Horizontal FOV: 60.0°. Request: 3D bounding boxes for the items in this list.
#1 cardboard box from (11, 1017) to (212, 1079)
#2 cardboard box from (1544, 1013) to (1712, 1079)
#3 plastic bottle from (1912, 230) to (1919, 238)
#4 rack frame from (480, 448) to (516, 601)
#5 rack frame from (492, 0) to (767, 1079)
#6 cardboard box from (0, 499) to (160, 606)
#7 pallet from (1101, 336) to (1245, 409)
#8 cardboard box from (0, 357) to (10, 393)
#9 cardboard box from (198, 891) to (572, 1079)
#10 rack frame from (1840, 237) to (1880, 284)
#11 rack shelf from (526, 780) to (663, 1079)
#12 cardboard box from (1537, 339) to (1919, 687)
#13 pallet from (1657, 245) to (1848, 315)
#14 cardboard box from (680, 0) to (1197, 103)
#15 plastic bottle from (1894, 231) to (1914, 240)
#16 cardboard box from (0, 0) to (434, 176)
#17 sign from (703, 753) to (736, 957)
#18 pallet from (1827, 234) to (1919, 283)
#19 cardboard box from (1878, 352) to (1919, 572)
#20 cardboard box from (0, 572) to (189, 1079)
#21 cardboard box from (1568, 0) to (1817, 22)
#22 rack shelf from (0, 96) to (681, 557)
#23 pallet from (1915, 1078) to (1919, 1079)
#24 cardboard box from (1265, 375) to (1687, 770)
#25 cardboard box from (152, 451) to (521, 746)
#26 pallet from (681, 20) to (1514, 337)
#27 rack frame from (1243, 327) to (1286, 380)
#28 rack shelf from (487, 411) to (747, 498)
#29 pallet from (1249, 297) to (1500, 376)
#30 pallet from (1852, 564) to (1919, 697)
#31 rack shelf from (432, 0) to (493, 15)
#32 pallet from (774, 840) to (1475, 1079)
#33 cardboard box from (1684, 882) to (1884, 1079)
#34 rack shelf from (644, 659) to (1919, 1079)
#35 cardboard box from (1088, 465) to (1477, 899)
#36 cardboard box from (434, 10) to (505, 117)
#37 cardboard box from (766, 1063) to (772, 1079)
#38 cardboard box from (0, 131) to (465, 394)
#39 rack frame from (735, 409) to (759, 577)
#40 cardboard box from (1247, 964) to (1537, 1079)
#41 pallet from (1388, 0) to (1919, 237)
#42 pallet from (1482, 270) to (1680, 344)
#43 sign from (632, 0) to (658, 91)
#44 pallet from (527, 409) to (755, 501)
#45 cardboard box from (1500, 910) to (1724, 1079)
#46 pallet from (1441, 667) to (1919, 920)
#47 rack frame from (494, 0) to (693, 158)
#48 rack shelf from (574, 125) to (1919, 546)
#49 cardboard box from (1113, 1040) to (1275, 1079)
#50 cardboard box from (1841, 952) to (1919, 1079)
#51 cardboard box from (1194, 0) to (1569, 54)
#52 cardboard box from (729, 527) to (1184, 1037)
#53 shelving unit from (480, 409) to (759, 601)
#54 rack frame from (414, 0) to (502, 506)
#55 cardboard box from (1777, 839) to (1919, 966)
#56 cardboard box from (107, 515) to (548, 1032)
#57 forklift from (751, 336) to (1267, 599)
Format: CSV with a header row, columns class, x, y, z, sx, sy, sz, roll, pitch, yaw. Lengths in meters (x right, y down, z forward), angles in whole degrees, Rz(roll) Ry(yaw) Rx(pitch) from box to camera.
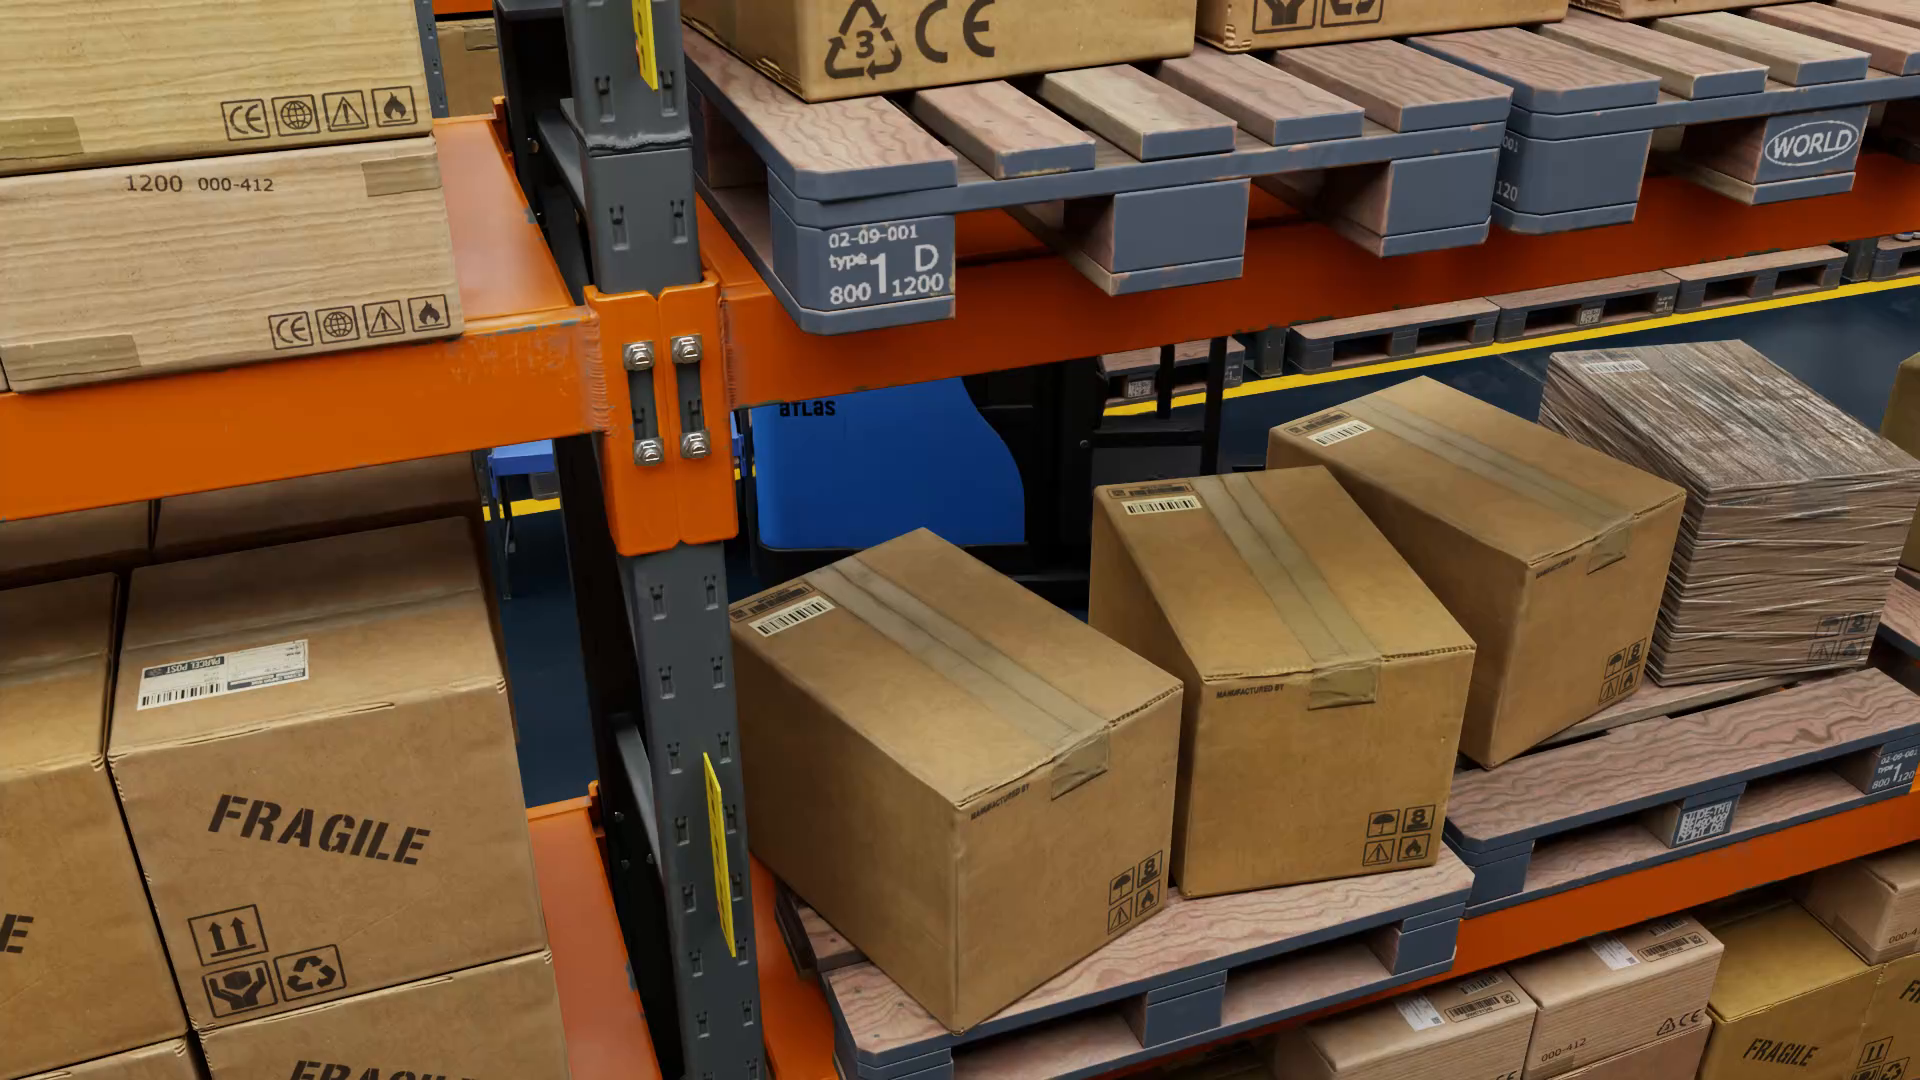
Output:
class,x,y,z,sx,sy,sz,roll,pitch,yaw
cardboard box,-1.421,0.854,2.620,0.500,0.500,0.500,-10,31,-16
cardboard box,1.420,1.260,4.089,0.500,0.500,0.500,-12,32,-19
plastic bottle,5.761,-1.922,9.975,0.097,0.201,0.097,0,30,0
rack frame,-1.901,-0.526,6.658,0.032,1.500,0.500,-5,30,-9
rack frame,-0.560,0.602,3.162,0.127,3.000,1.000,-10,31,-18
cardboard box,-1.583,0.165,2.820,0.500,0.500,0.500,-11,32,-19
pallet,0.741,-1.020,8.827,1.213,0.211,1.003,-10,31,-18
cardboard box,-1.395,-0.347,1.950,0.500,0.250,0.500,-10,31,-18
cardboard box,-0.939,0.764,2.777,0.500,0.500,0.500,-10,31,-17
rack frame,5.215,-3.077,9.621,0.127,3.000,1.000,-10,31,-18
rack shelf,-2.434,1.260,2.735,4.000,0.370,1.077,-10,31,-18
cardboard box,1.715,-0.084,3.841,0.500,0.500,0.700,-5,30,-8
pallet,4.492,-1.712,10.042,1.213,0.211,1.003,-10,31,-18
cardboard box,-0.062,-1.023,2.359,0.600,0.600,0.600,-14,32,-22
plastic bottle,5.666,-1.935,9.927,0.097,0.271,0.097,0,30,0
cardboard box,-0.921,-0.643,1.965,0.500,0.250,0.500,-10,31,-18
sign,-0.363,0.477,2.509,0.005,0.325,0.100,-10,31,-18
pallet,5.859,-1.962,10.481,1.213,0.211,1.003,-10,31,-18
cardboard box,2.638,-0.153,3.963,0.500,0.500,0.700,-22,37,-34
cardboard box,-1.422,0.422,2.369,0.500,0.500,0.500,-11,31,-19
cardboard box,1.187,-1.255,2.765,0.600,0.600,0.600,-12,32,-20
rack shelf,-2.434,-0.043,1.992,4.000,0.370,1.077,-10,31,-18
pallet,2.476,1.235,4.869,1.213,0.211,1.003,-10,31,-18
cardboard box,1.075,0.043,3.619,0.500,0.500,0.700,-19,35,-30
cardboard box,-1.099,0.075,2.977,0.500,0.500,0.500,-10,31,-16
pallet,0.076,-0.699,2.607,1.003,0.211,1.213,-10,31,-18
rack frame,1.466,-2.387,8.409,0.127,3.000,1.000,-10,31,-18
rack shelf,-1.402,-0.417,6.830,1.000,0.185,0.538,-5,30,-9
pallet,2.205,-1.291,9.303,1.213,0.211,1.003,-10,31,-18
pallet,2.579,0.145,4.159,1.003,0.211,1.213,-10,31,-18
rack shelf,-2.136,-4.027,12.015,4.000,0.370,1.077,-10,31,-18
pallet,0.227,0.599,3.363,1.213,0.211,1.003,-10,31,-18
cardboard box,1.910,1.166,4.253,0.500,0.500,0.500,-12,32,-19
rack shelf,1.315,0.570,3.946,4.000,0.370,1.077,-10,31,-18
cardboard box,0.585,0.250,3.255,0.500,0.500,0.700,-6,30,-10
cardboard box,-3.417,-3.373,11.863,0.875,0.875,1.225,-10,31,-17
cardboard box,-0.197,1.279,4.055,0.500,0.500,0.500,-11,31,-18
cardboard box,-0.923,-0.428,2.093,0.500,0.250,0.500,-10,31,-18
rack frame,-0.903,-0.620,6.823,0.032,1.500,0.500,-5,30,-9
cardboard box,0.916,1.029,3.738,0.500,0.250,0.500,-10,31,-18
pallet,1.047,-0.880,2.924,1.003,0.211,1.213,-10,31,-18
pallet,3.347,-1.500,9.669,1.213,0.211,1.003,-10,31,-18
sign,-0.363,-0.675,1.852,0.005,0.325,0.100,-10,31,-18
pallet,-1.546,-0.599,8.087,1.213,0.211,1.003,-10,31,-18
cardboard box,1.386,0.942,3.890,0.500,0.250,0.500,-11,31,-19
pallet,1.368,0.333,3.829,1.213,0.211,1.003,-10,31,-18
rack frame,-0.560,-2.004,1.677,0.127,3.000,1.000,-10,31,-18
rack shelf,1.315,-0.734,3.204,4.000,0.370,1.077,-10,31,-18
cardboard box,0.475,1.430,3.791,0.500,0.500,0.500,-10,31,-17
cardboard box,2.395,1.077,4.410,0.500,0.500,0.500,-9,31,-16
cardboard box,0.557,-1.149,2.580,0.600,0.600,0.600,-11,31,-18
cardboard box,-0.038,0.399,2.995,0.500,0.500,0.700,-22,37,-34
shelving unit,-1.402,-0.573,6.741,1.048,1.500,0.538,-5,30,-9
rack frame,-2.283,-1.696,7.197,0.127,3.000,1.000,-10,31,-18
cardboard box,2.343,0.763,4.204,0.500,0.250,0.500,-9,31,-16
cardboard box,-0.943,0.332,2.526,0.500,0.500,0.500,-10,31,-17
forklift,0.679,-1.258,6.497,3.031,2.935,1.130,-2,30,-3
